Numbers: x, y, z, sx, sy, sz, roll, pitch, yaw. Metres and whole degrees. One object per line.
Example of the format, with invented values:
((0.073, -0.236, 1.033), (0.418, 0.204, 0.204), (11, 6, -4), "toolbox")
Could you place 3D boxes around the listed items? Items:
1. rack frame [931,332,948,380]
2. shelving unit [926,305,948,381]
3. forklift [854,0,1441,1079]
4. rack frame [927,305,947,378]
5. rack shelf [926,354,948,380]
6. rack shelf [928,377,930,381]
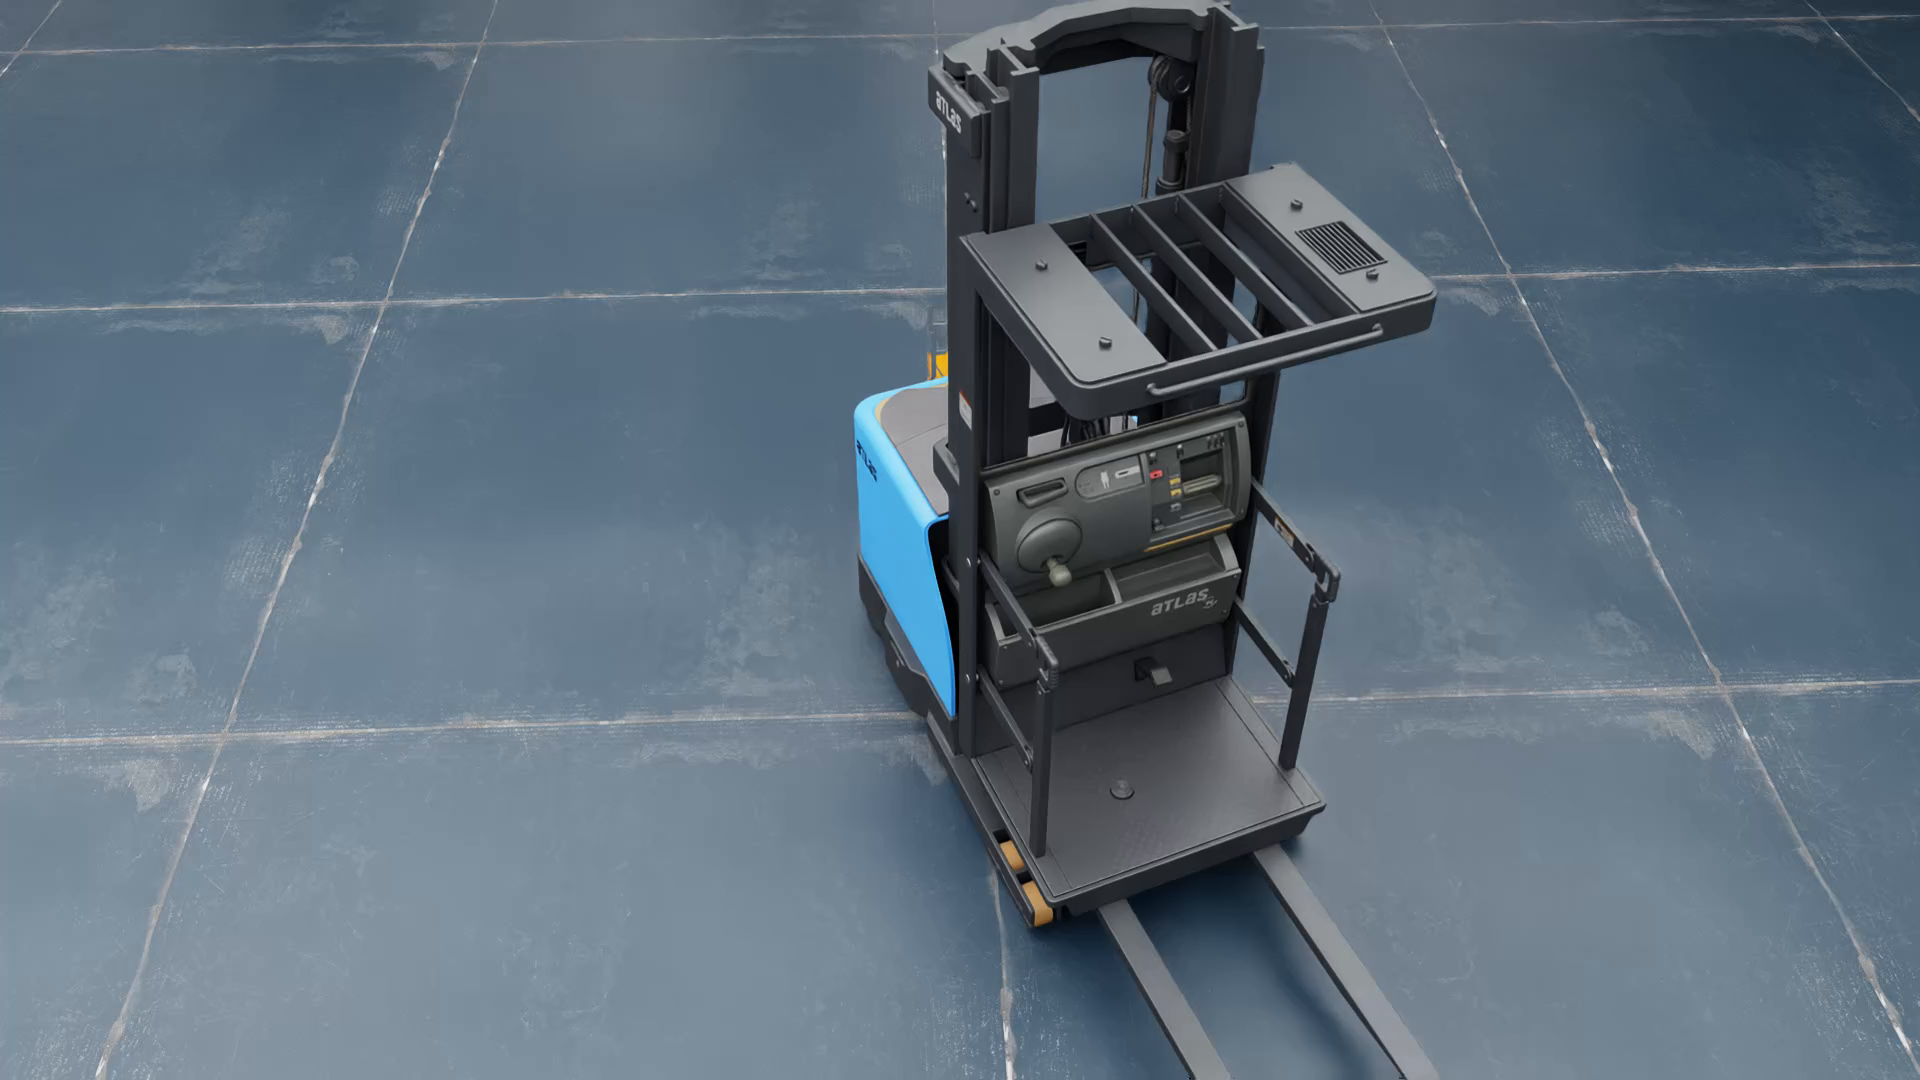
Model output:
((0.004, -0.376, 6.921), (0.240, 1.200, 0.006), (-3, 43, -4), "rack frame")
((-0.003, -0.437, 6.988), (0.258, 1.200, 0.189), (-3, 43, -4), "shelving unit")
((0.615, -0.042, 5.276), (1.130, 2.935, 3.031), (-16, 45, -17), "forklift")
((-0.011, -0.499, 7.056), (0.240, 1.200, 0.006), (-3, 43, -4), "rack frame")
((-0.003, -0.670, 6.775), (0.258, 0.103, 0.180), (-3, 43, -4), "rack shelf")
((-0.003, -0.581, 6.856), (0.258, 0.103, 0.180), (-3, 43, -4), "rack shelf")
